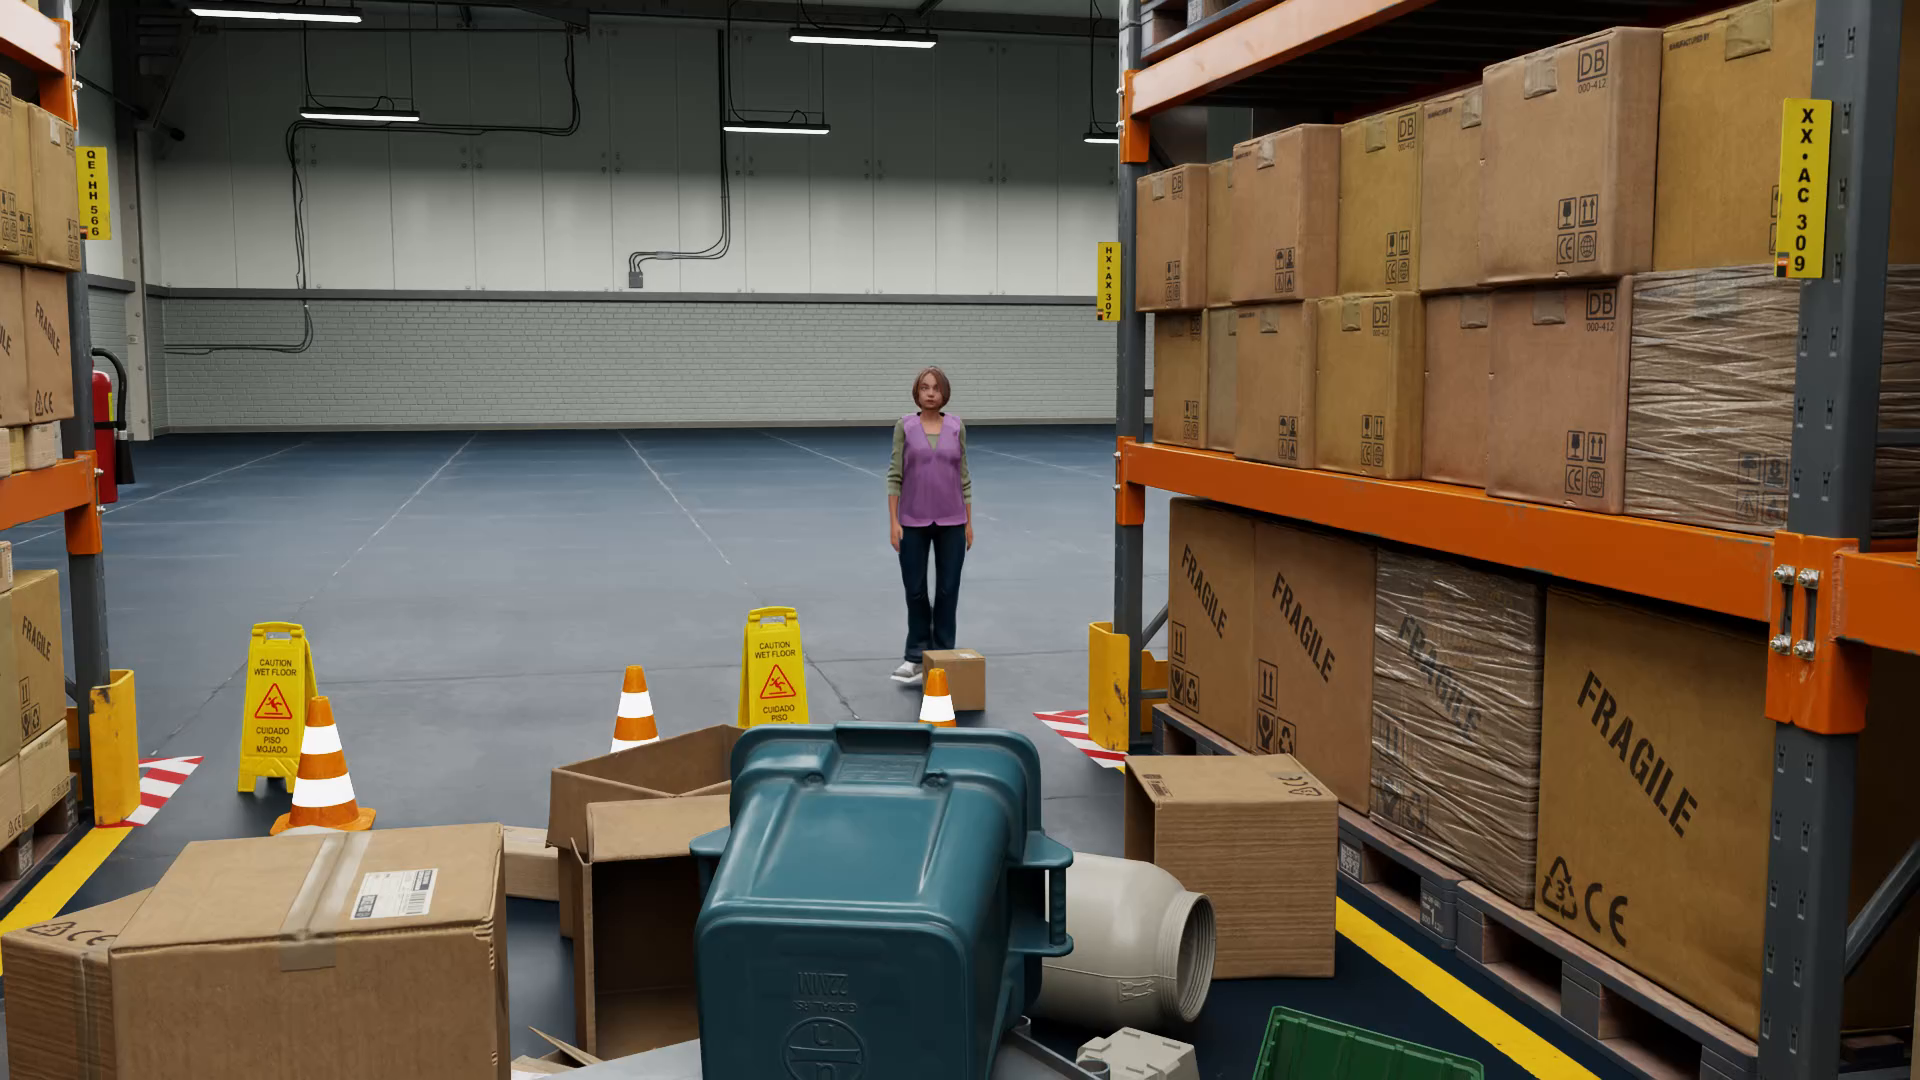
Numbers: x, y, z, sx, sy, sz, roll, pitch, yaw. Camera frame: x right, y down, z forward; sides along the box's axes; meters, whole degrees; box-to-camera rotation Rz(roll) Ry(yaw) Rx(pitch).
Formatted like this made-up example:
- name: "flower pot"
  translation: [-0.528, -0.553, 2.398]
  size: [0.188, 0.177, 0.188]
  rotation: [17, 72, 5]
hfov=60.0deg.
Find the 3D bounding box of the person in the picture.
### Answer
- name: "person"
  translation: [-0.149, -0.071, 8.343]
  size: [0.439, 1.599, 0.348]
  rotation: [-1, 6, -6]
